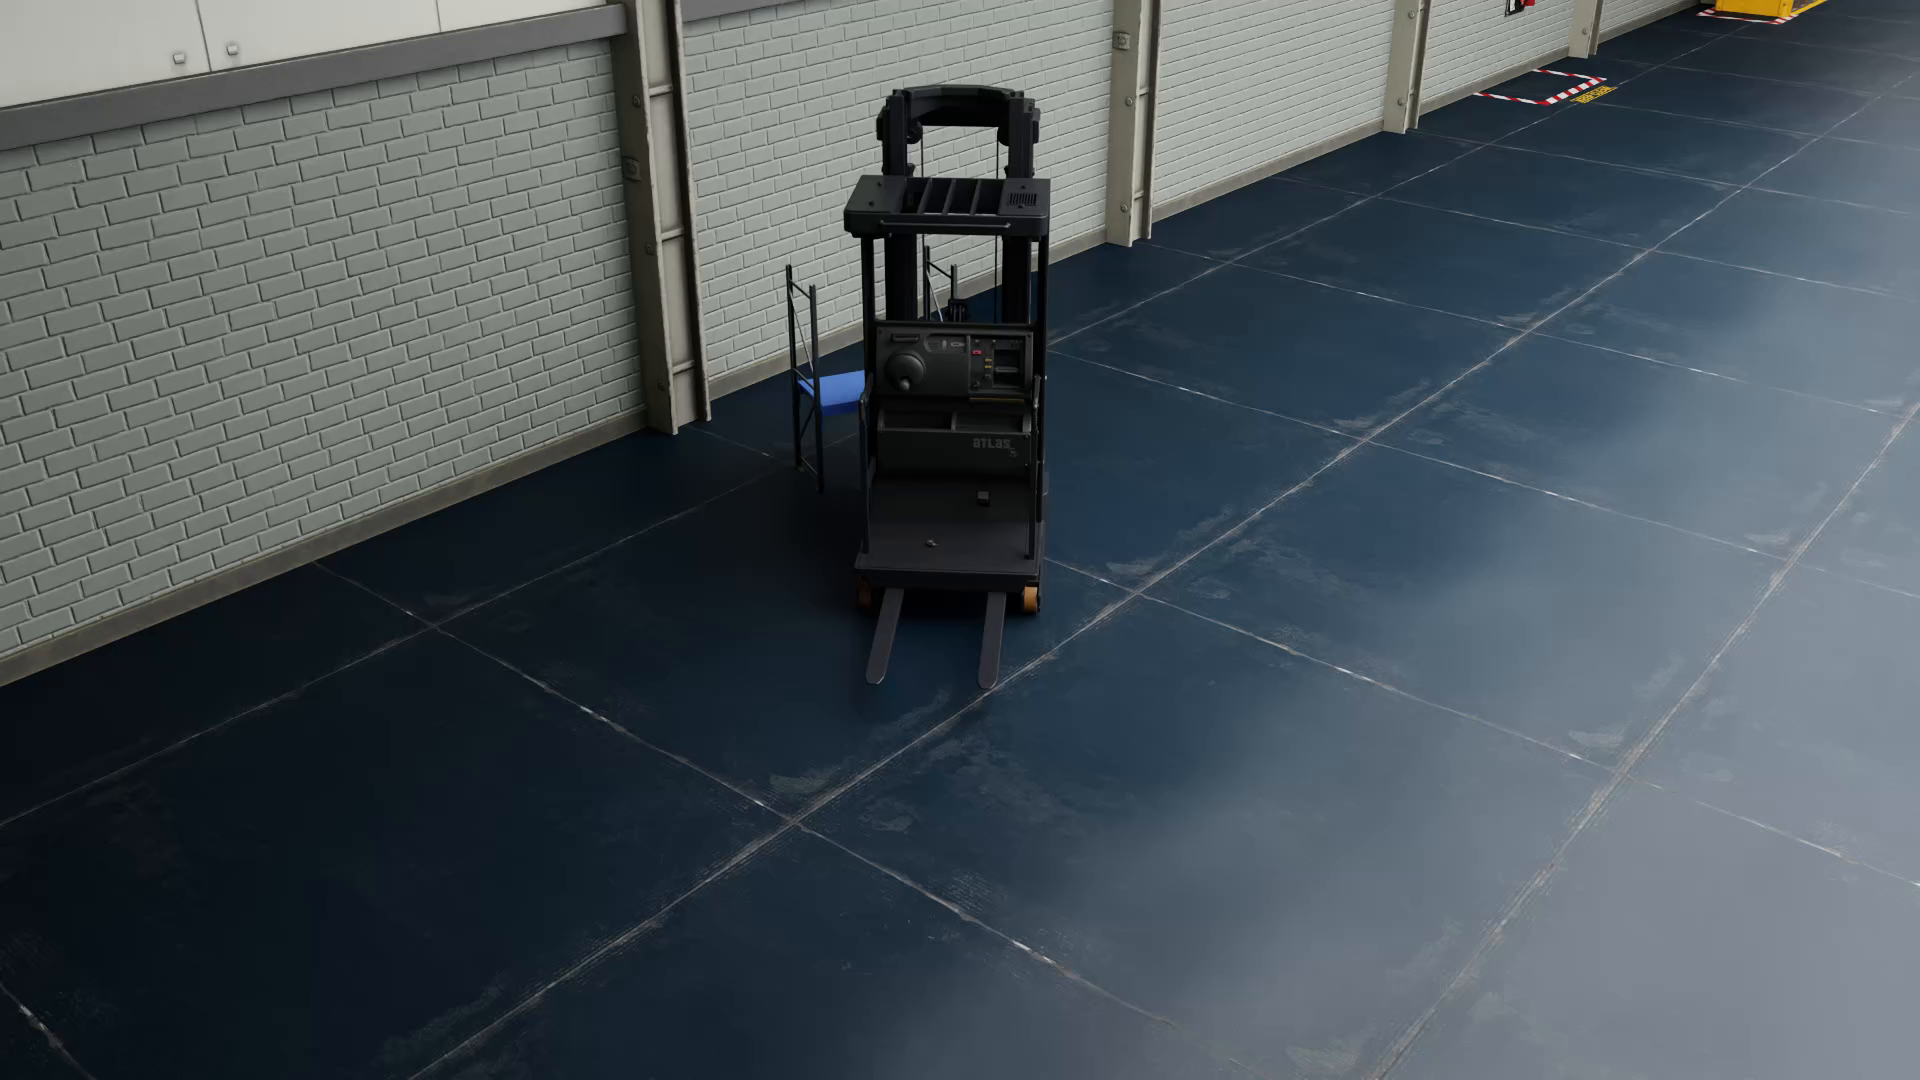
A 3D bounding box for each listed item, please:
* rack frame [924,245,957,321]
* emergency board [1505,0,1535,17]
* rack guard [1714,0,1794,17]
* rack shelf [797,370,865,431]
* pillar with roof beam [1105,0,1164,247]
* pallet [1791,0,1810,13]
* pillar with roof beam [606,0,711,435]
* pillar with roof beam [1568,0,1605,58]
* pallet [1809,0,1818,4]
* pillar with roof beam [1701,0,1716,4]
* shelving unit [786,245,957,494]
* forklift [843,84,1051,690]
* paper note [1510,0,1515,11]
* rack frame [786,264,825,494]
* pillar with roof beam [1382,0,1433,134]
[{"bbox_3d":[-0.136,-1.285,11.733,0.032,1.500,0.500,-12,30,-22],"label":"rack frame"},{"bbox_3d":[7.715,-7.744,22.588,0.194,1.169,0.643,21,34,34],"label":"emergency board"},{"bbox_3d":[13.403,-9.152,28.030,1.175,0.500,0.348,21,34,34],"label":"rack guard"},{"bbox_3d":[-0.596,-1.027,11.624,1.000,0.185,0.538,-12,30,-22],"label":"rack shelf"},{"bbox_3d":[5.005,-5.761,12.225,9.100,9.000,0.400,21,34,34],"label":"pillar with roof beam"},{"bbox_3d":[13.947,-9.302,28.633,1.003,0.211,1.213,21,34,34],"label":"pallet"},{"bbox_3d":[1.189,-3.634,8.113,9.100,9.000,0.400,21,34,34],"label":"pillar with roof beam"},{"bbox_3d":[12.638,-10.016,20.449,9.100,9.000,0.400,21,34,34],"label":"pillar with roof beam"},{"bbox_3d":[14.724,-9.733,29.465,1.003,0.211,1.213,21,34,34],"label":"pallet"},{"bbox_3d":[16.455,-12.143,24.561,9.100,9.000,0.400,21,34,34],"label":"pillar with roof beam"},{"bbox_3d":[-0.596,-1.186,11.542,1.048,1.500,0.538,-12,30,-22],"label":"shelving unit"},{"bbox_3d":[-0.048,-1.016,9.657,1.130,2.935,3.031,2,27,4],"label":"forklift"},{"bbox_3d":[7.549,-7.311,22.708,0.016,0.148,0.142,21,34,34],"label":"paper note"},{"bbox_3d":[-1.057,-1.088,11.351,0.032,1.500,0.500,-12,30,-22],"label":"rack frame"},{"bbox_3d":[8.822,-7.889,16.337,9.100,9.000,0.400,21,34,34],"label":"pillar with roof beam"}]
